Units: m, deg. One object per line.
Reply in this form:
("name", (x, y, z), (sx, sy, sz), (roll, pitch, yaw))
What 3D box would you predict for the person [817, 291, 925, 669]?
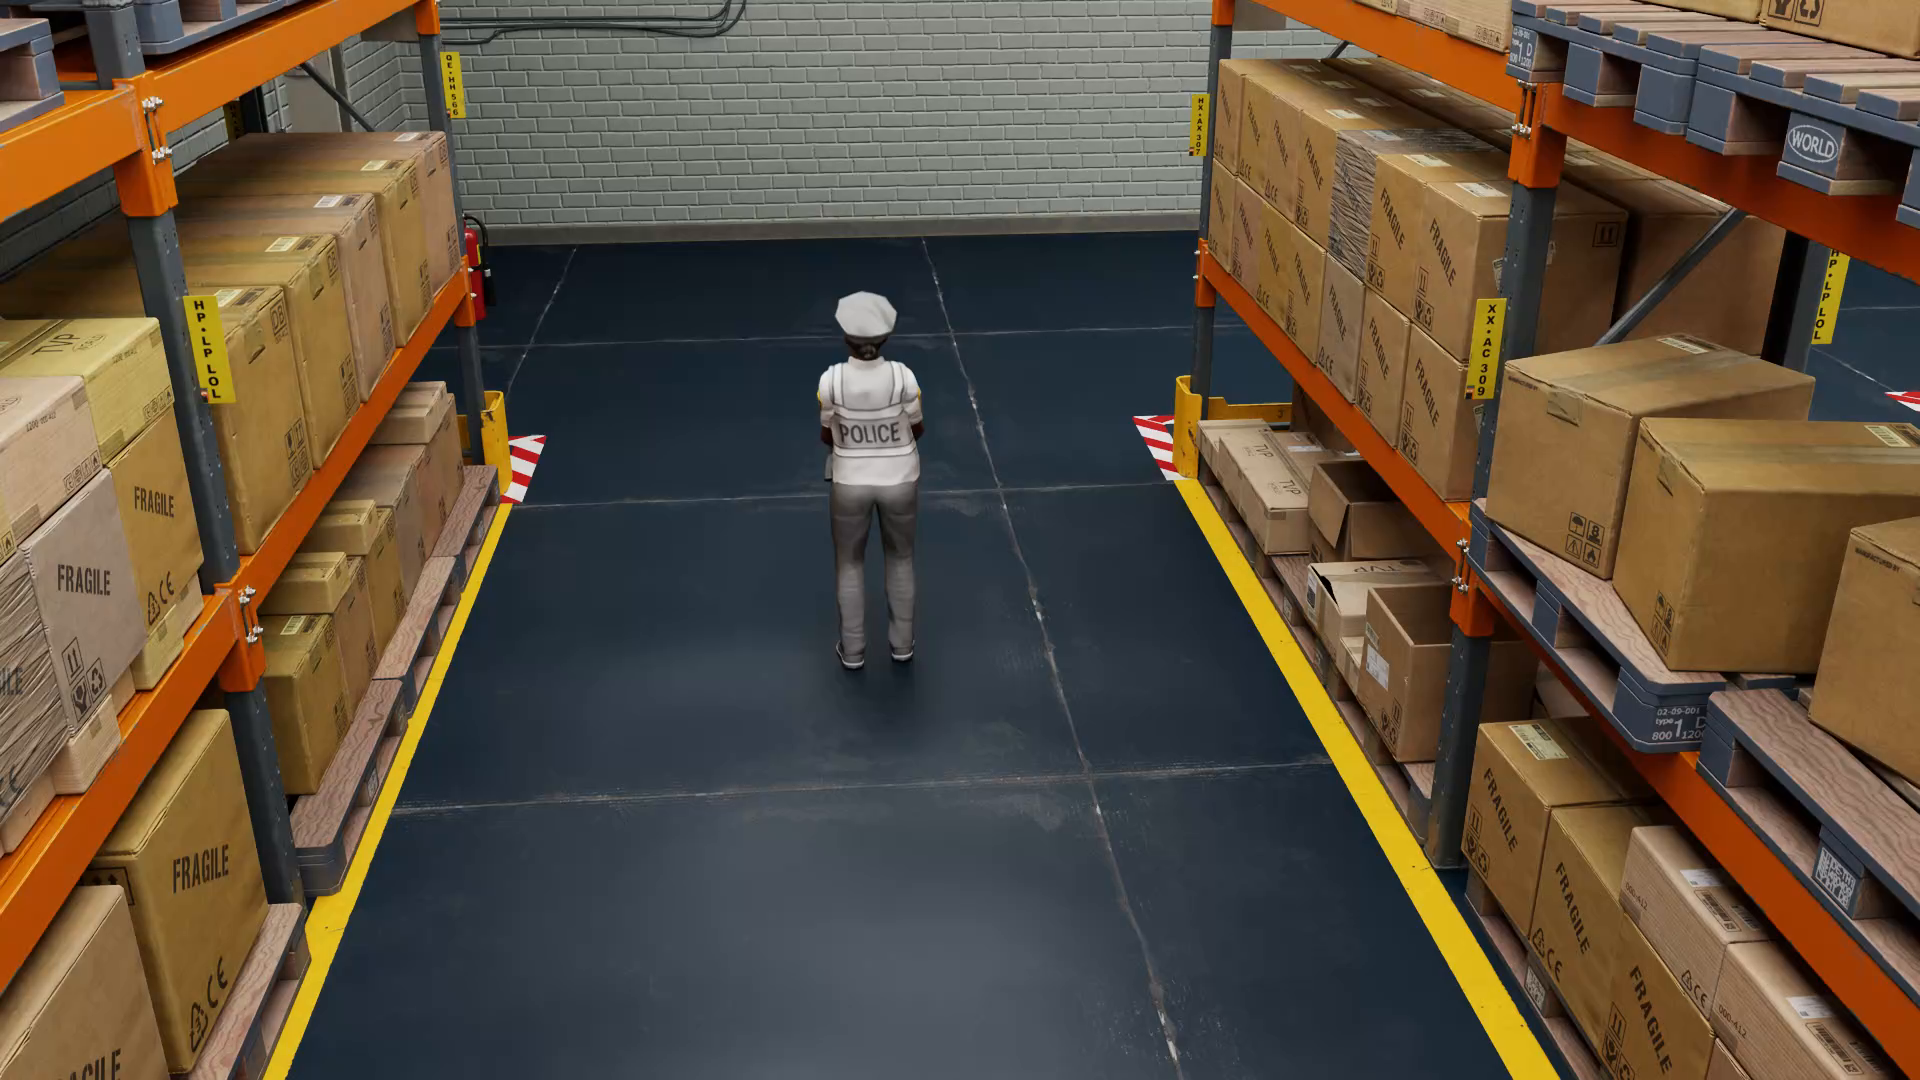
("person", (-0.376, -0.268, 7.174), (0.450, 1.688, 0.534), (-2, 24, -4))
